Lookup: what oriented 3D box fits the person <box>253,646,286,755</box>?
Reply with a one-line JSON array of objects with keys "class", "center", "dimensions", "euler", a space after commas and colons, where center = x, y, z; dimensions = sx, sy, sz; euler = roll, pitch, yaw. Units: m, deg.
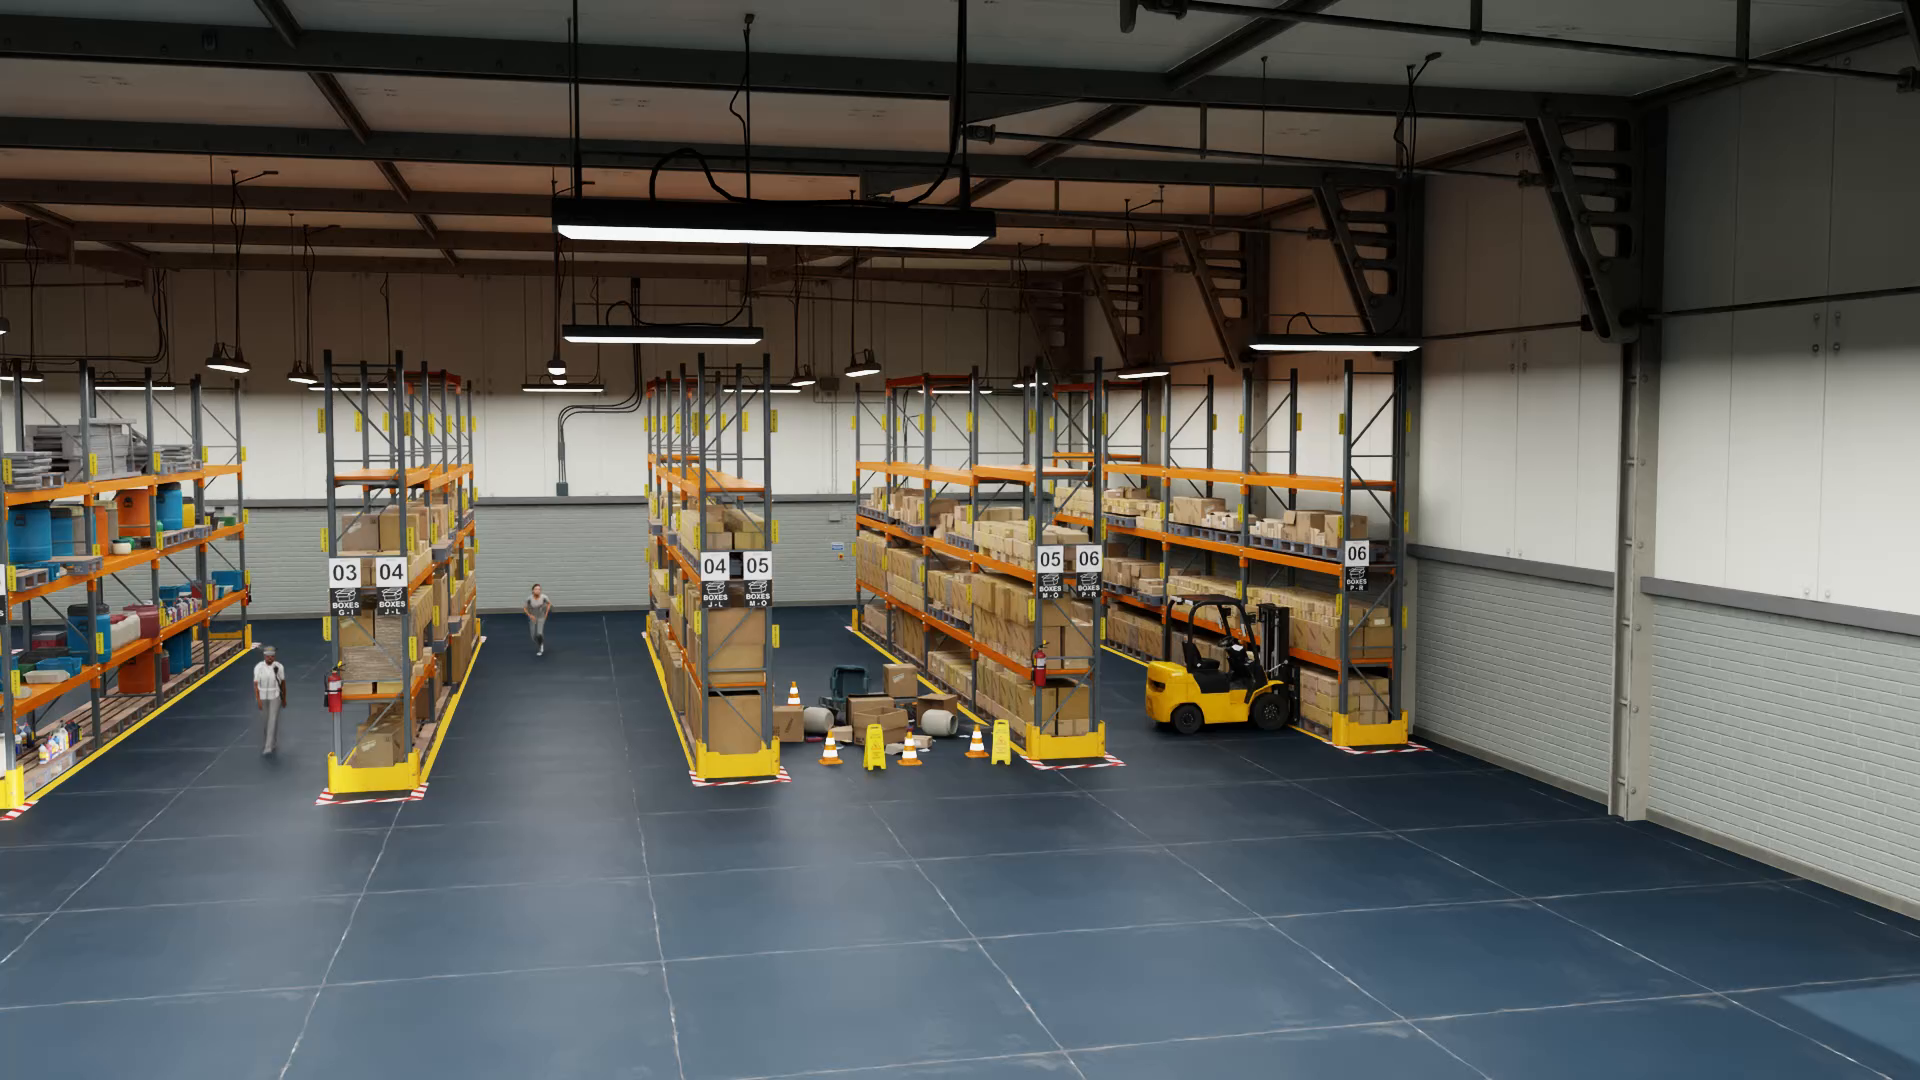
[{"class": "person", "center": [-10.537, 2.419, 25.349], "dimensions": [0.439, 1.610, 0.981], "euler": [-1, 4, -14]}]

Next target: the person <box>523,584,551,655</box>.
[{"class": "person", "center": [-9.123, 1.718, 35.912], "dimensions": [0.534, 1.580, 0.701], "euler": [0, 4, -3]}]
